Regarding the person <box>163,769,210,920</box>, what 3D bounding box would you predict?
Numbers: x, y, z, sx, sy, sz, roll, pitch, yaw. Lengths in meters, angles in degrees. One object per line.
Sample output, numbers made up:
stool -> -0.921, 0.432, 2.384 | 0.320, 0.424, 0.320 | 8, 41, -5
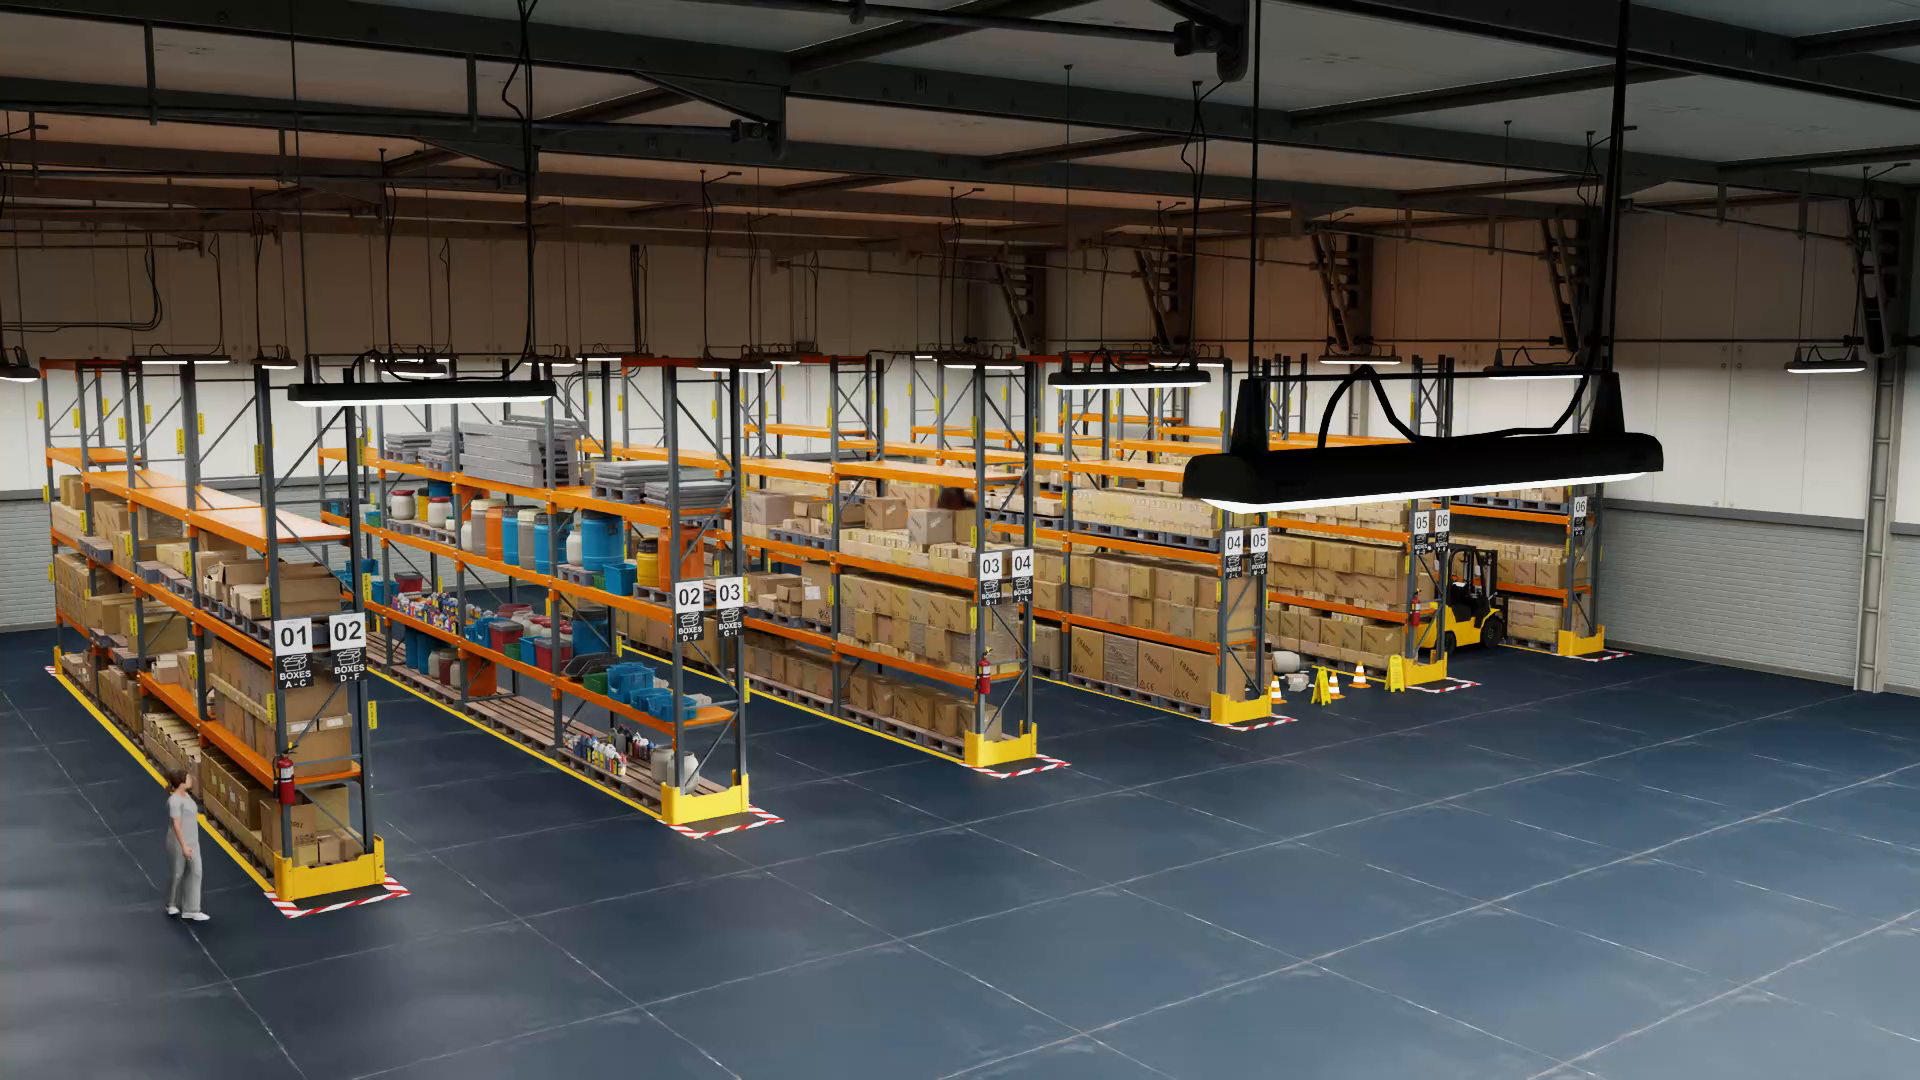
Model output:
person -> -8.544, 3.341, 18.269 | 0.622, 1.681, 0.465 | 2, 7, 17
